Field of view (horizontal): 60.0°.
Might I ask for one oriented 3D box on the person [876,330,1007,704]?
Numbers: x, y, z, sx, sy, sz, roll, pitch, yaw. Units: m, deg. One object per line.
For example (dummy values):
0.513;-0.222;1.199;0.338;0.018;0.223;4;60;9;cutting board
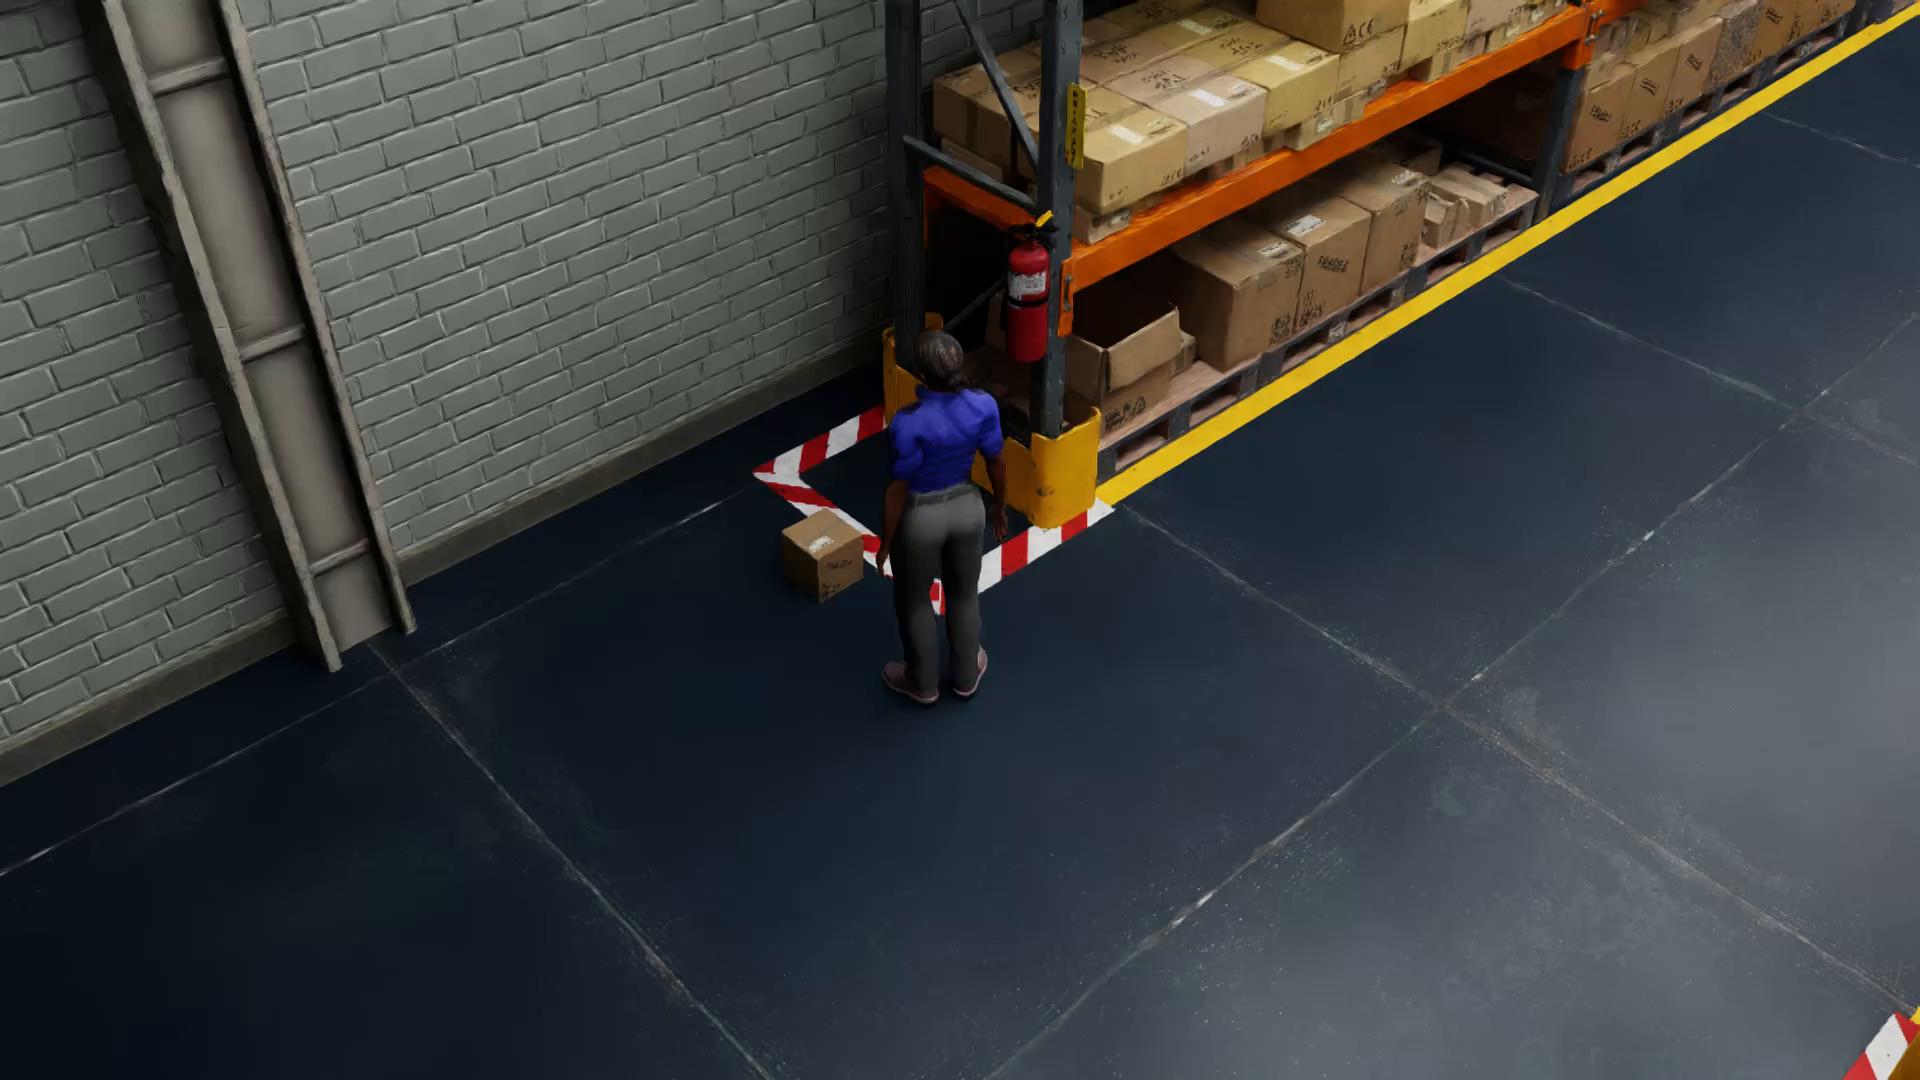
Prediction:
-0.081;-0.073;6.218;0.550;1.658;0.323;-17;43;-19;person
